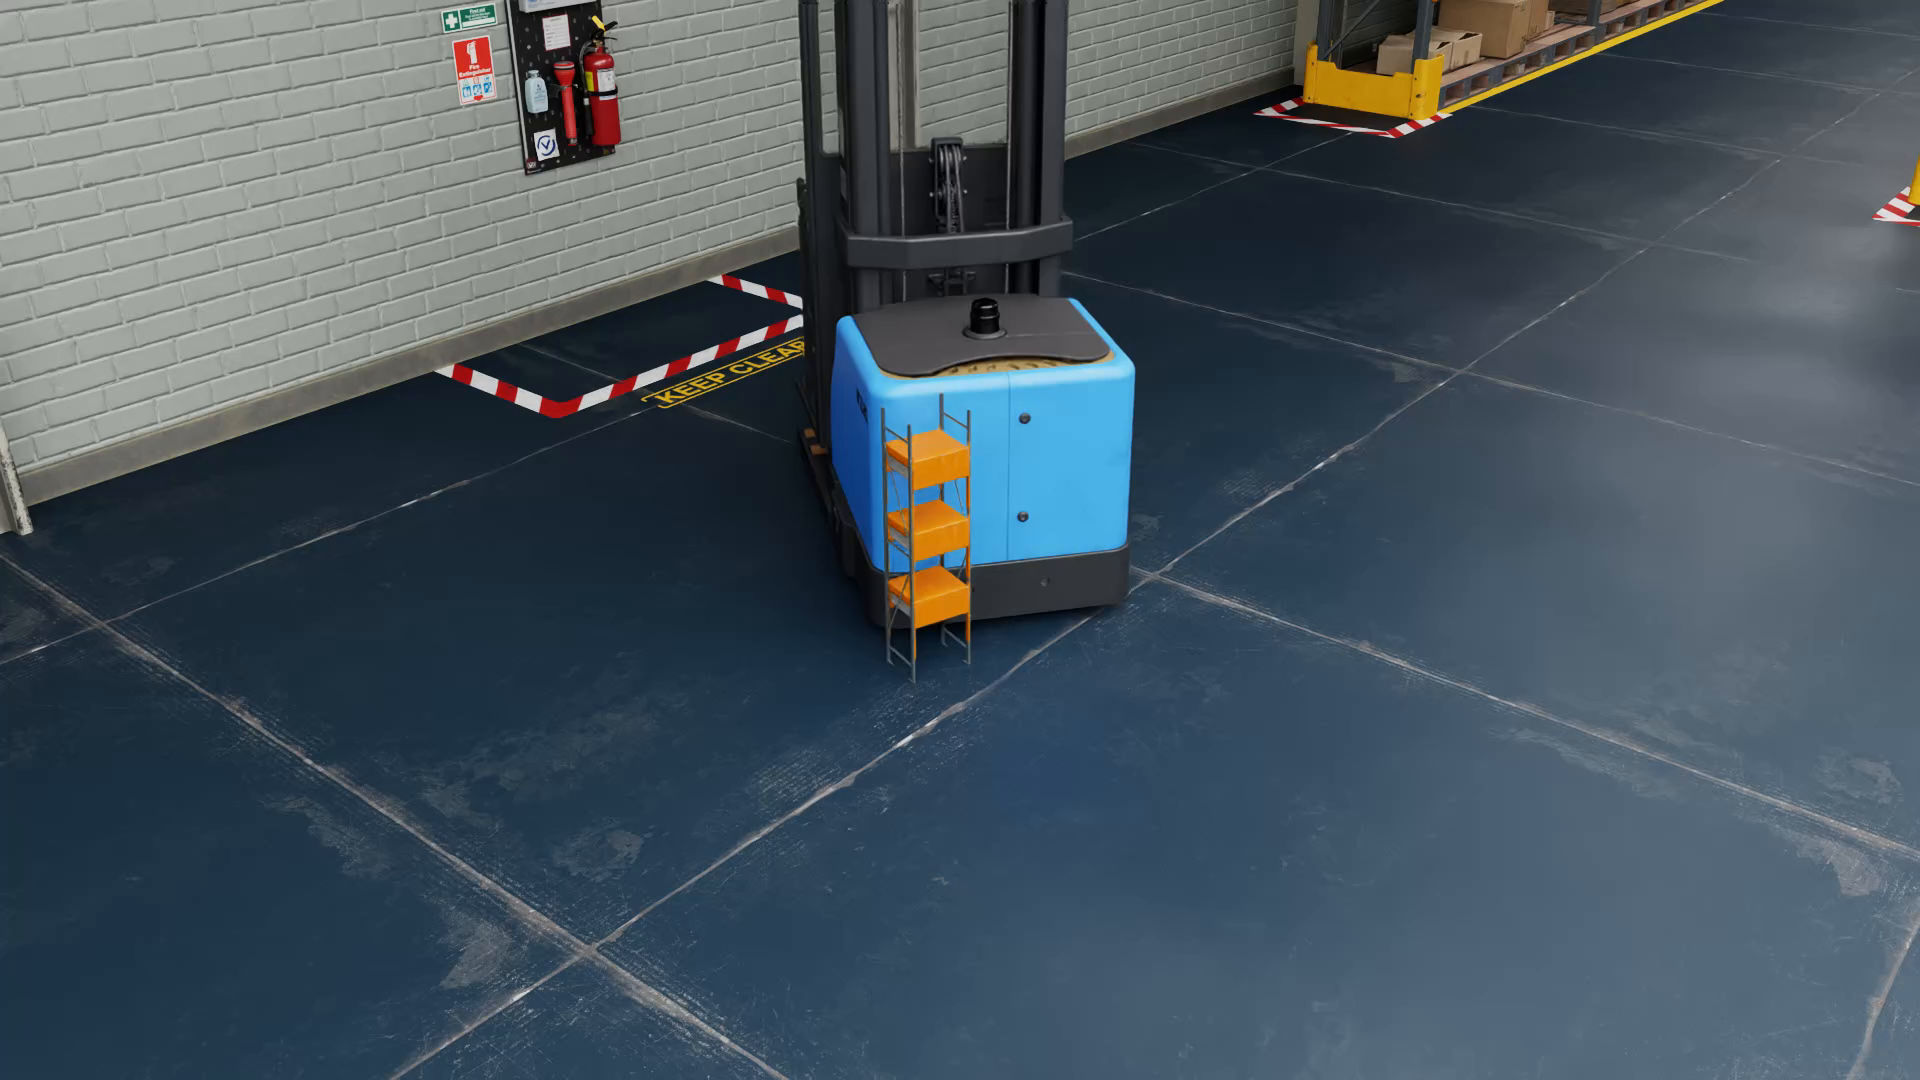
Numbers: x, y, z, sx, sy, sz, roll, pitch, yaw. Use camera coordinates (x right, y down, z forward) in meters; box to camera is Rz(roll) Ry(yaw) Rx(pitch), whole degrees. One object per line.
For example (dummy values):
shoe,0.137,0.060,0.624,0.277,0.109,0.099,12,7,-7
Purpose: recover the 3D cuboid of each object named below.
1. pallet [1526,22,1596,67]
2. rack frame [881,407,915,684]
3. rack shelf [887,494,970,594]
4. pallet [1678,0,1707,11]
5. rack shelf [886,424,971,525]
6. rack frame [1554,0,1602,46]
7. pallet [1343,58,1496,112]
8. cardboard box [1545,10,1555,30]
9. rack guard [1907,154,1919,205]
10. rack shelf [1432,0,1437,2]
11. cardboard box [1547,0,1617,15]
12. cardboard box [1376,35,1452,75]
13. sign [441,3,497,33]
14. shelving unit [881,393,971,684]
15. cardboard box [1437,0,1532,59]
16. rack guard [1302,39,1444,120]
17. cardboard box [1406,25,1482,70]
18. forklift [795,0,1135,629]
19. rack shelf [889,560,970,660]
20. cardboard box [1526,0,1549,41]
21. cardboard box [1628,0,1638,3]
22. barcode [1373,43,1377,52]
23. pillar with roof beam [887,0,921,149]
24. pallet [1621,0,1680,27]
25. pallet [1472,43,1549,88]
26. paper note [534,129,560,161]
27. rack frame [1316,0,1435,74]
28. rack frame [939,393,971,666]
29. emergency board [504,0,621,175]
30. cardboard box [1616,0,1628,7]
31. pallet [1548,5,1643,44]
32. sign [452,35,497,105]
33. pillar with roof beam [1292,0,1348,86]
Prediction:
pallet,5.677,-5.031,16.745,1.003,0.211,1.213,21,34,34
rack frame,-0.223,0.034,6.042,0.008,1.050,0.200,-16,32,-29
rack shelf,-0.120,0.013,6.105,0.240,0.259,0.215,-16,32,-29
pallet,8.123,-6.421,19.432,1.003,0.211,1.213,21,34,34
rack shelf,-0.120,-0.239,5.974,0.240,0.259,0.215,-16,32,-29
rack frame,6.077,-6.518,16.584,1.000,3.000,0.127,21,34,34
pallet,4.125,-4.166,15.073,1.003,0.211,1.213,21,34,34
cardboard box,5.760,-5.256,16.751,0.380,0.166,0.250,16,31,28
rack guard,7.343,-2.534,11.605,1.175,0.500,0.348,21,34,34
rack shelf,4.805,-5.489,15.379,1.077,0.370,4.000,21,34,34
cardboard box,6.533,-5.869,17.572,0.700,0.500,0.500,22,35,36
cardboard box,4.043,-4.320,14.783,0.500,0.311,0.500,17,32,29
sign,-2.528,-2.693,8.575,0.001,0.109,0.331,21,34,34
shelving unit,-0.120,0.004,6.100,0.252,1.050,0.215,-16,32,-29
cardboard box,4.910,-4.851,15.605,0.700,0.500,0.500,18,33,31
rack guard,3.581,-4.016,14.469,1.175,0.500,0.348,21,34,34
cardboard box,4.405,-4.522,15.174,0.500,0.311,0.500,24,36,38
forklift,-0.159,-1.615,7.183,1.130,2.935,3.031,-6,28,-12
rack shelf,-0.120,0.260,6.232,0.240,0.259,0.215,-16,32,-29
cardboard box,5.448,-5.223,16.324,0.500,0.500,0.500,18,32,31
cardboard box,7.178,-6.236,18.281,0.700,0.500,0.500,21,34,35
barcode,3.746,-4.447,15.019,0.001,0.075,0.075,21,34,34
pillar with roof beam,2.816,-4.880,6.889,9.100,9.000,0.400,21,34,34
pallet,7.347,-5.990,18.599,1.003,0.211,1.213,21,34,34
pallet,4.902,-4.596,15.905,1.003,0.211,1.213,21,34,34
paper note,-2.273,-2.174,9.147,0.016,0.148,0.142,21,34,34
rack frame,3.533,-5.100,13.843,1.000,3.000,0.127,21,34,34
rack frame,-0.017,-0.026,6.158,0.008,1.050,0.200,-16,32,-29
emergency board,-2.107,-2.608,9.027,0.194,1.169,0.643,21,34,34
cardboard box,6.823,-6.067,17.954,0.700,0.500,0.500,20,33,33
pallet,6.571,-5.556,17.760,1.003,0.211,1.213,21,34,34
sign,-2.538,-2.458,8.698,0.001,0.329,0.234,21,34,34
pillar with roof beam,6.633,-7.007,11.001,9.100,9.000,0.400,21,34,34
